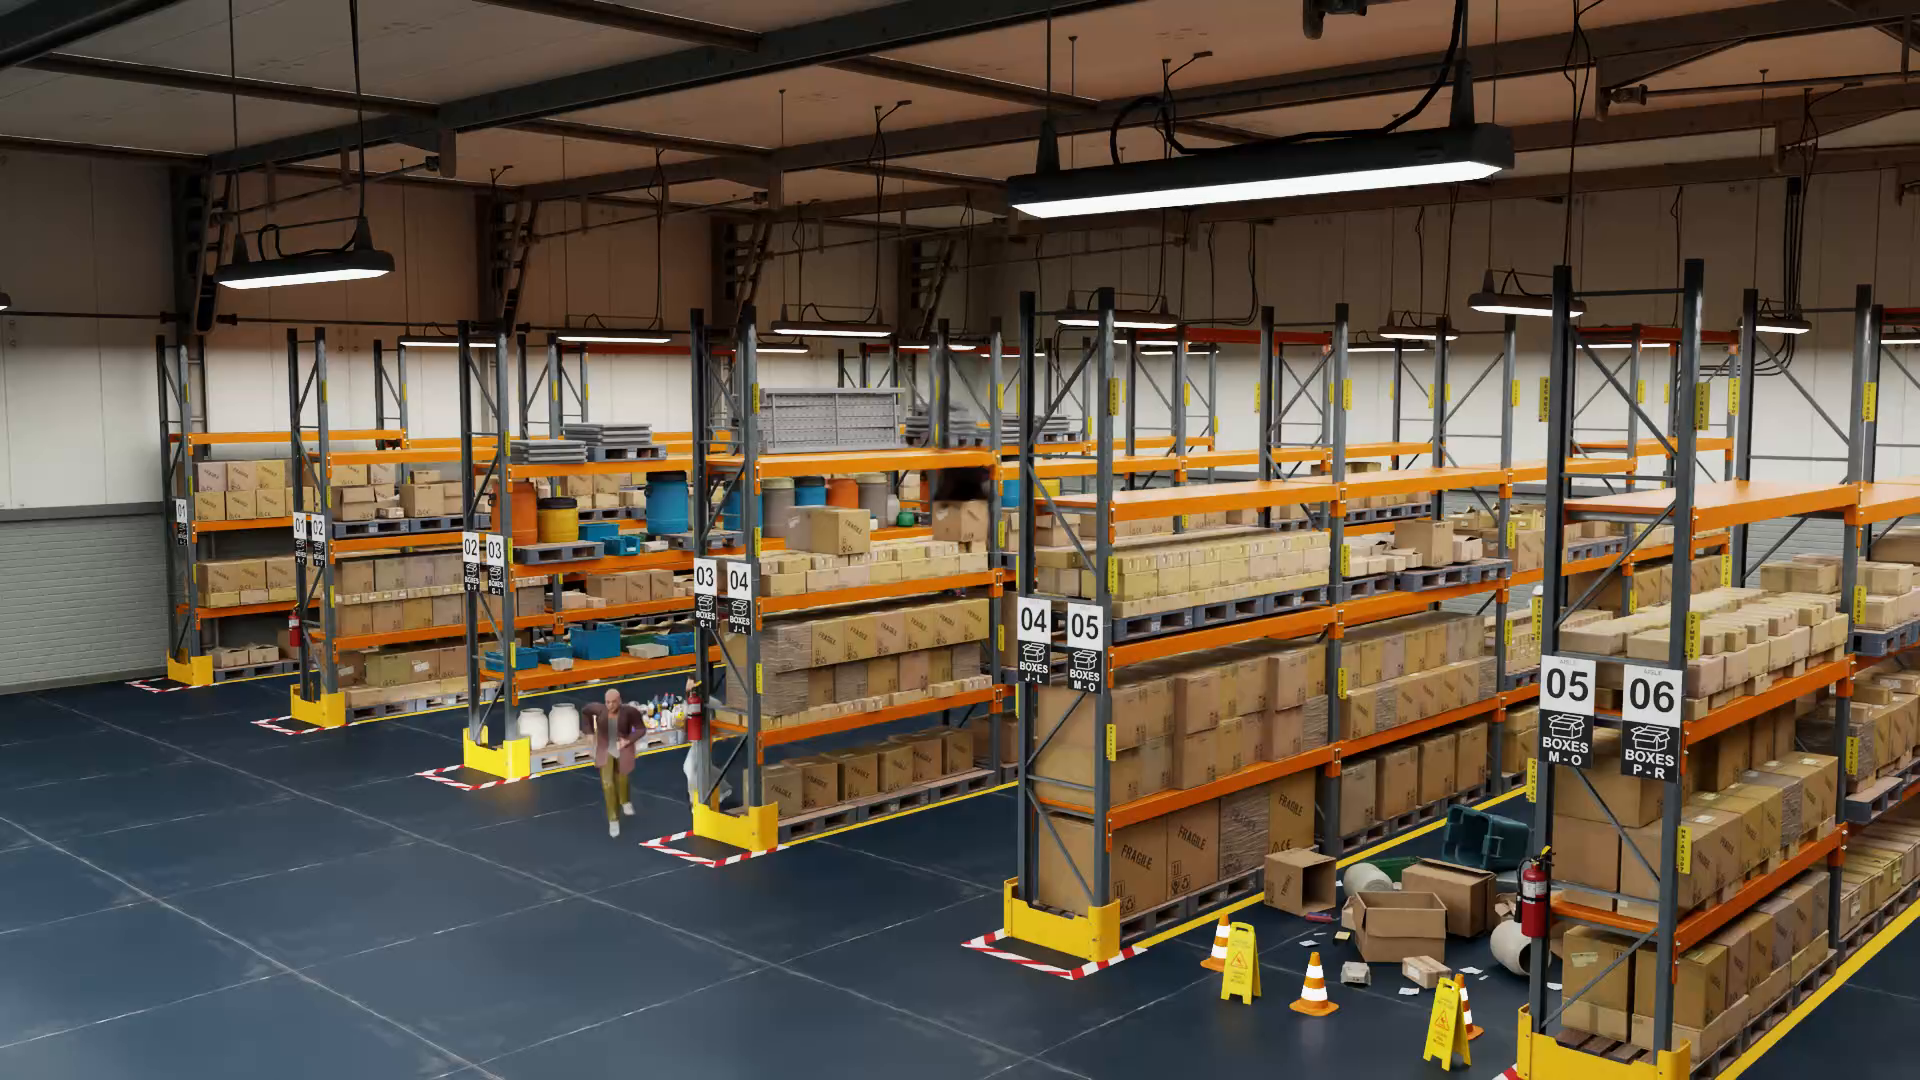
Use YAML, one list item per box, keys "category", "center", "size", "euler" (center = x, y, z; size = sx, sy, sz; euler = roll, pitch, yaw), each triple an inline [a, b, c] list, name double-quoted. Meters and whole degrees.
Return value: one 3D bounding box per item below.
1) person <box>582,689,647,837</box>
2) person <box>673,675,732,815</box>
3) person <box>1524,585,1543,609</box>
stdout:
- category: "person"
  center: [-4.014, 2.532, 19.413]
  size: [0.752, 1.745, 1.059]
  euler: [0, 5, -4]
- category: "person"
  center: [-3.115, 2.466, 20.212]
  size: [0.819, 1.702, 0.570]
  euler: [-5, 7, -43]
- category: "person"
  center: [10.195, 1.616, 29.017]
  size: [0.695, 1.731, 1.044]
  euler: [3, 6, 31]
